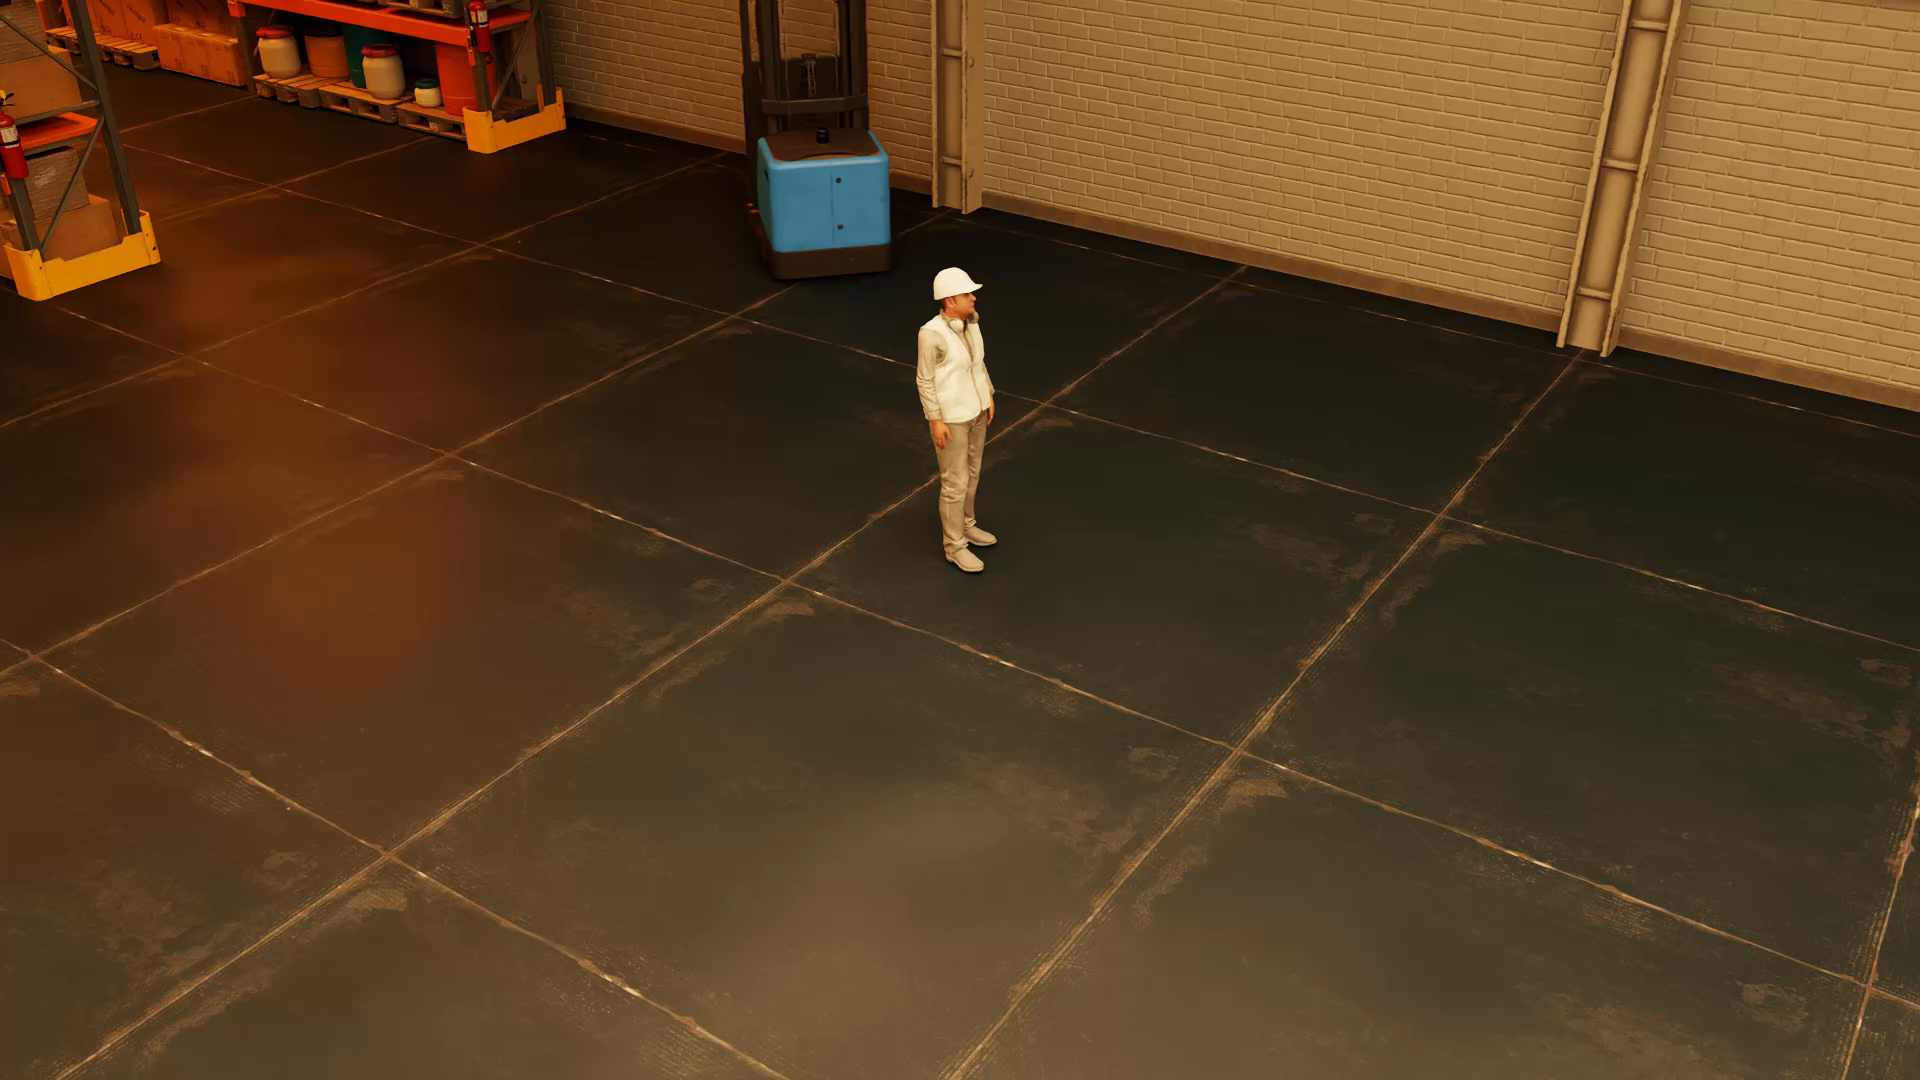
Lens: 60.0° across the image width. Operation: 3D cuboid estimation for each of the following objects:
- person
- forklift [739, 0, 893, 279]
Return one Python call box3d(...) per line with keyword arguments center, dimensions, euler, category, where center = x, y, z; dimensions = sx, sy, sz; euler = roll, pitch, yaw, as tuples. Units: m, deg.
box3d(center=(0.048, -0.753, 10.015), dimensions=(0.566, 1.775, 0.634), euler=(19, 35, 29), category="person")
box3d(center=(-1.412, -4.218, 14.844), dimensions=(1.130, 2.935, 3.031), euler=(-7, 31, -11), category="forklift")
